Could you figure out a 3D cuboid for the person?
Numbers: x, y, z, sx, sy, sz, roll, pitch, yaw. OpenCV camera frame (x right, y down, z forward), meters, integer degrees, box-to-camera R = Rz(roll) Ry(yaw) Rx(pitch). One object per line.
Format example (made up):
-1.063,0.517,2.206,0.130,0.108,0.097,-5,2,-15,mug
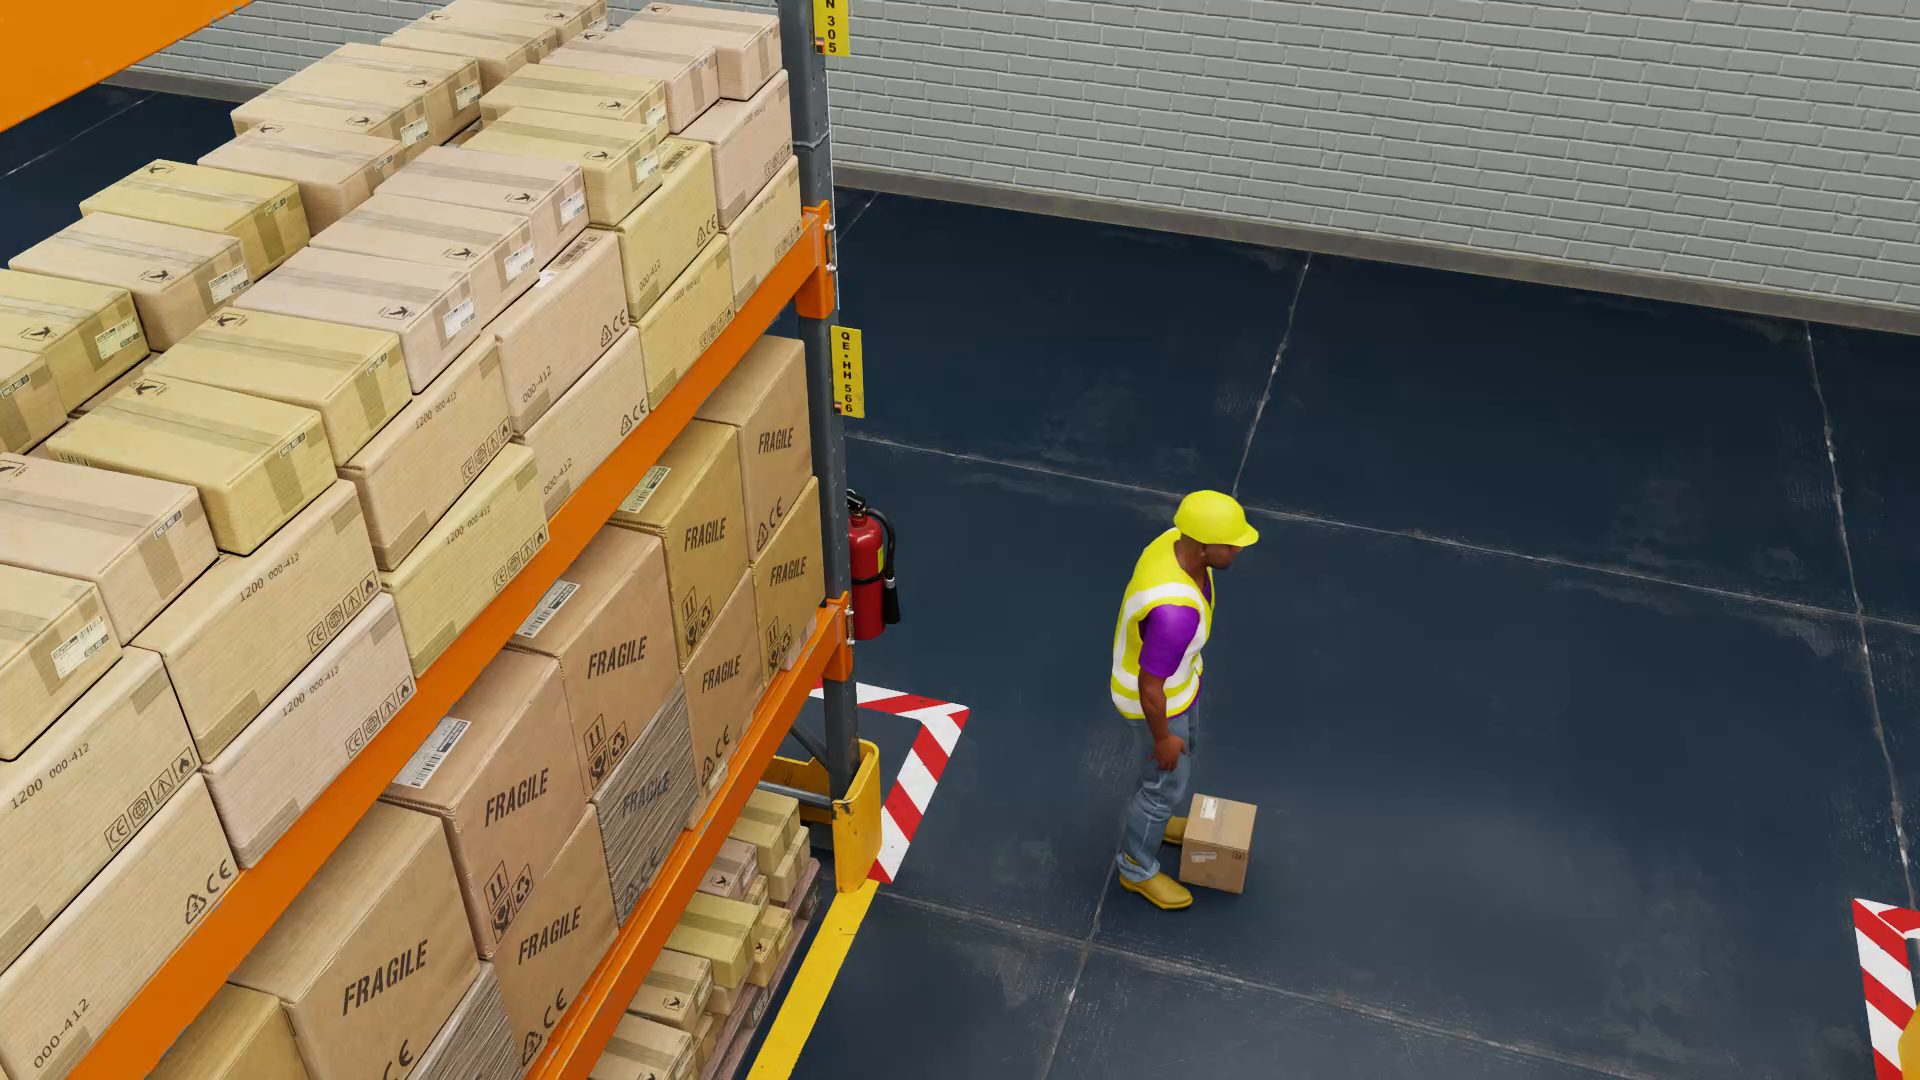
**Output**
0.788,0.554,6.138,0.461,1.759,0.621,9,38,12,person
